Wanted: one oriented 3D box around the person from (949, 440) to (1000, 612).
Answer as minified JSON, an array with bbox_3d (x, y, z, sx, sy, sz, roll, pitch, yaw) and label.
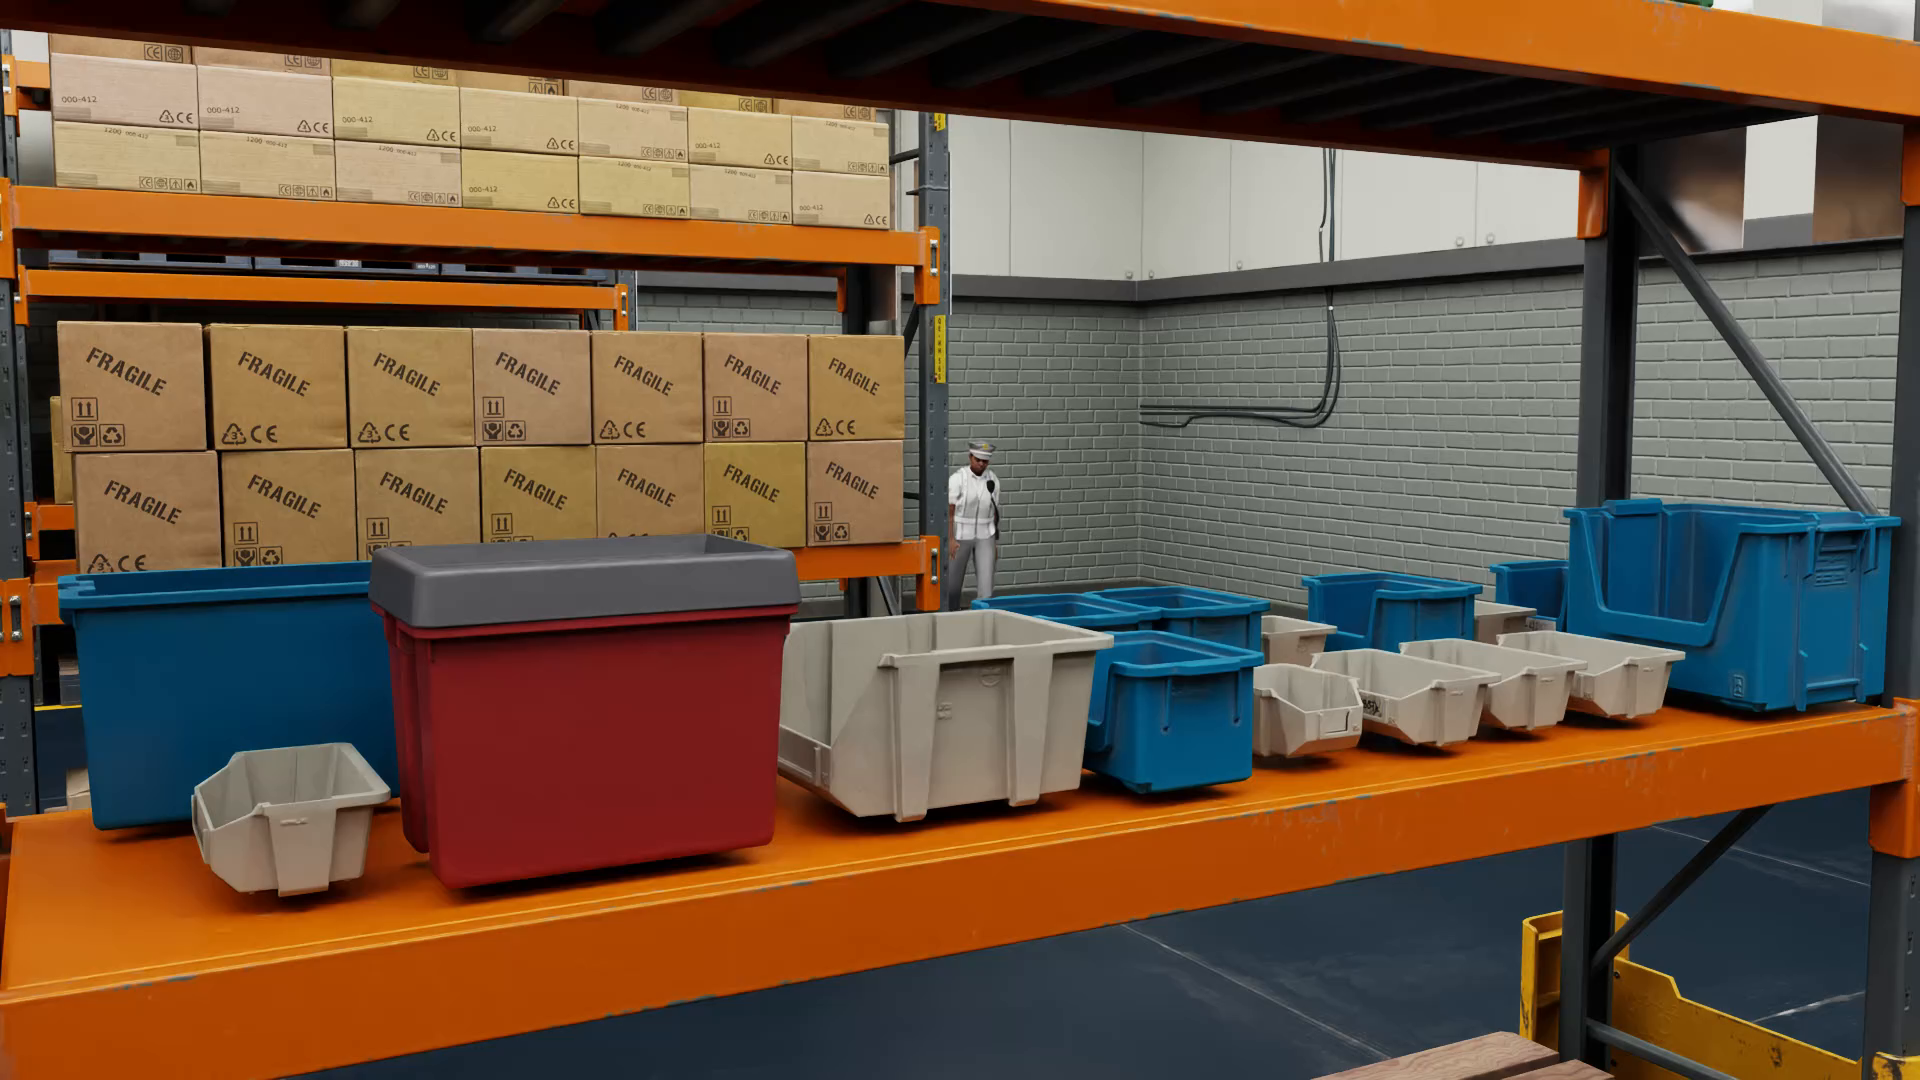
[{"bbox_3d":[0.093,0.010,13.351,0.461,1.614,0.894,-1,5,-10],"label":"person"}]
